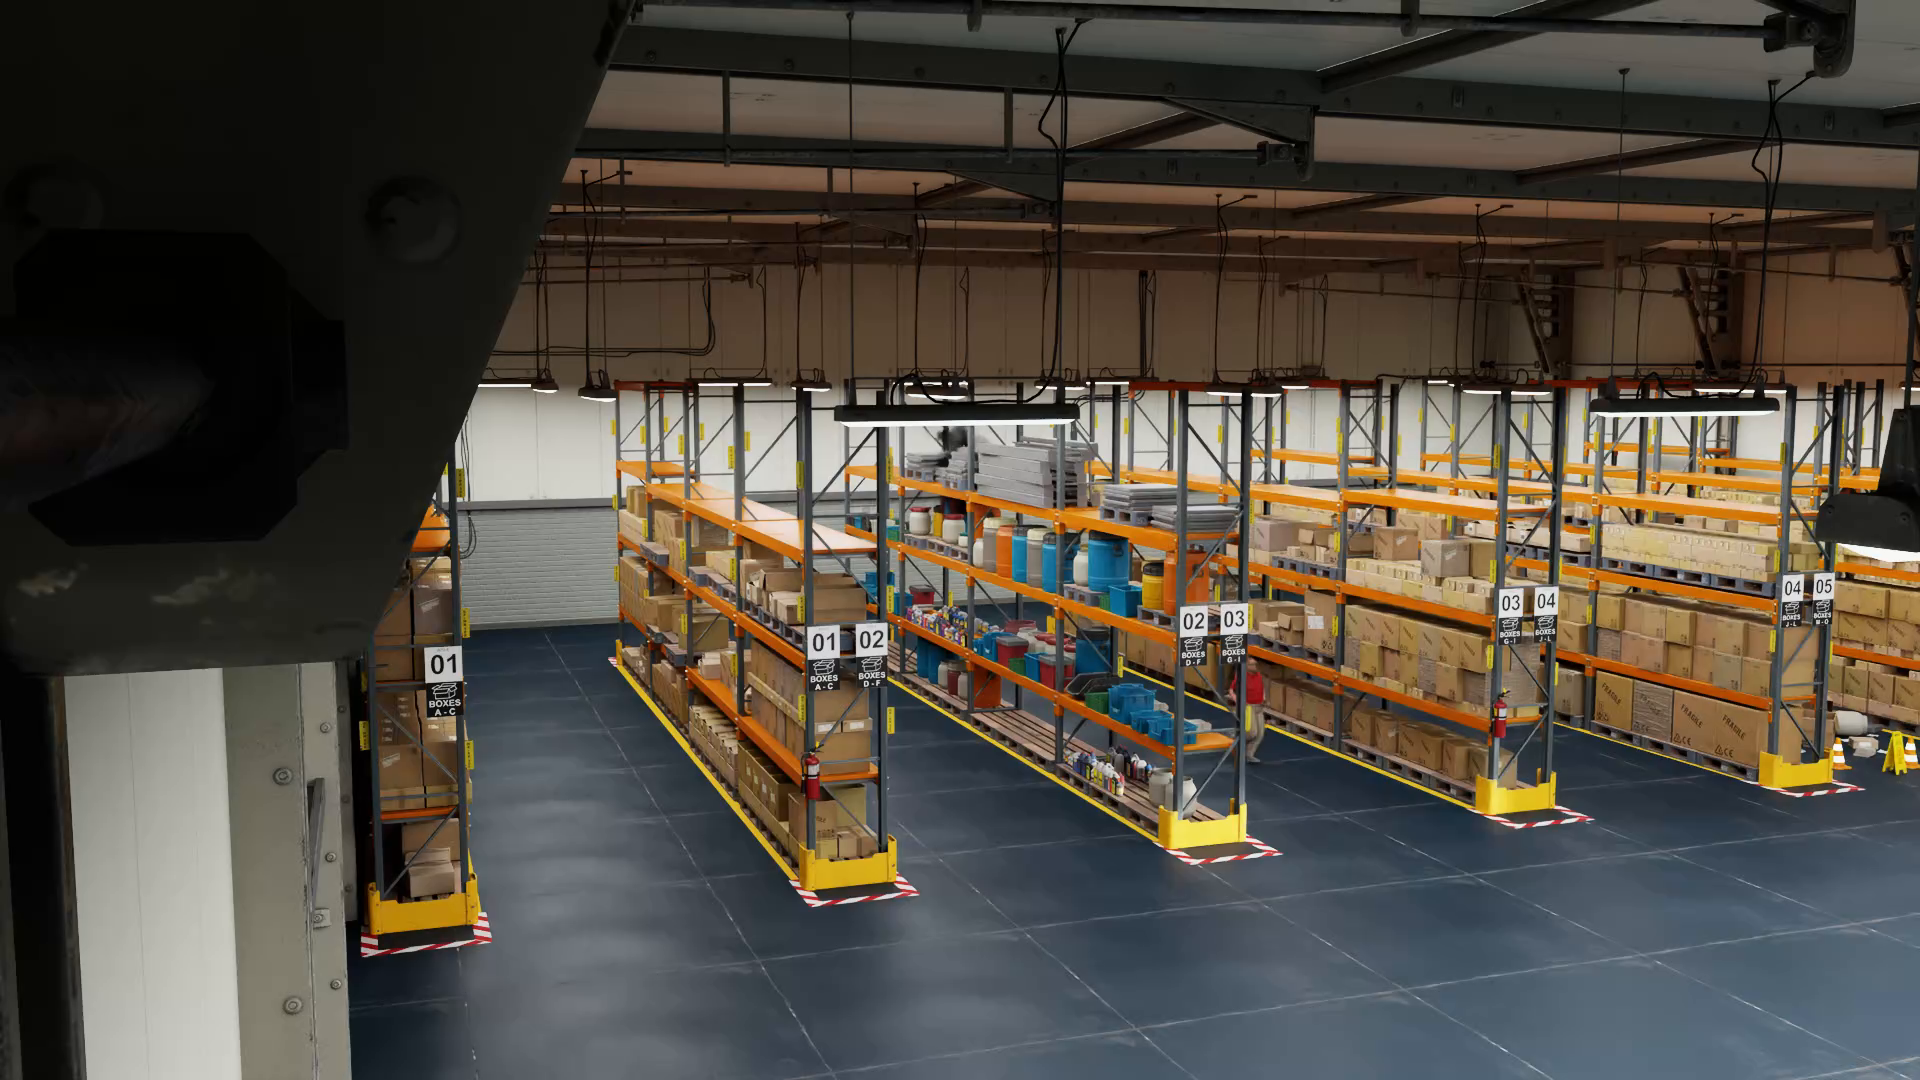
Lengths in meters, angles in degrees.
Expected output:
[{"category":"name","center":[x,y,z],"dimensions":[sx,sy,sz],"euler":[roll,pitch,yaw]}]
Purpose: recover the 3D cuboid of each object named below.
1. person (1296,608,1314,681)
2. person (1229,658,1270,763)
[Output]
[{"category":"person","center":[6.676,2.119,32.375],"dimensions":[0.542,1.625,0.798],"euler":[-2,6,-18]},{"category":"person","center":[4.628,2.702,26.471],"dimensions":[0.664,1.672,0.601],"euler":[-4,7,-34]}]
